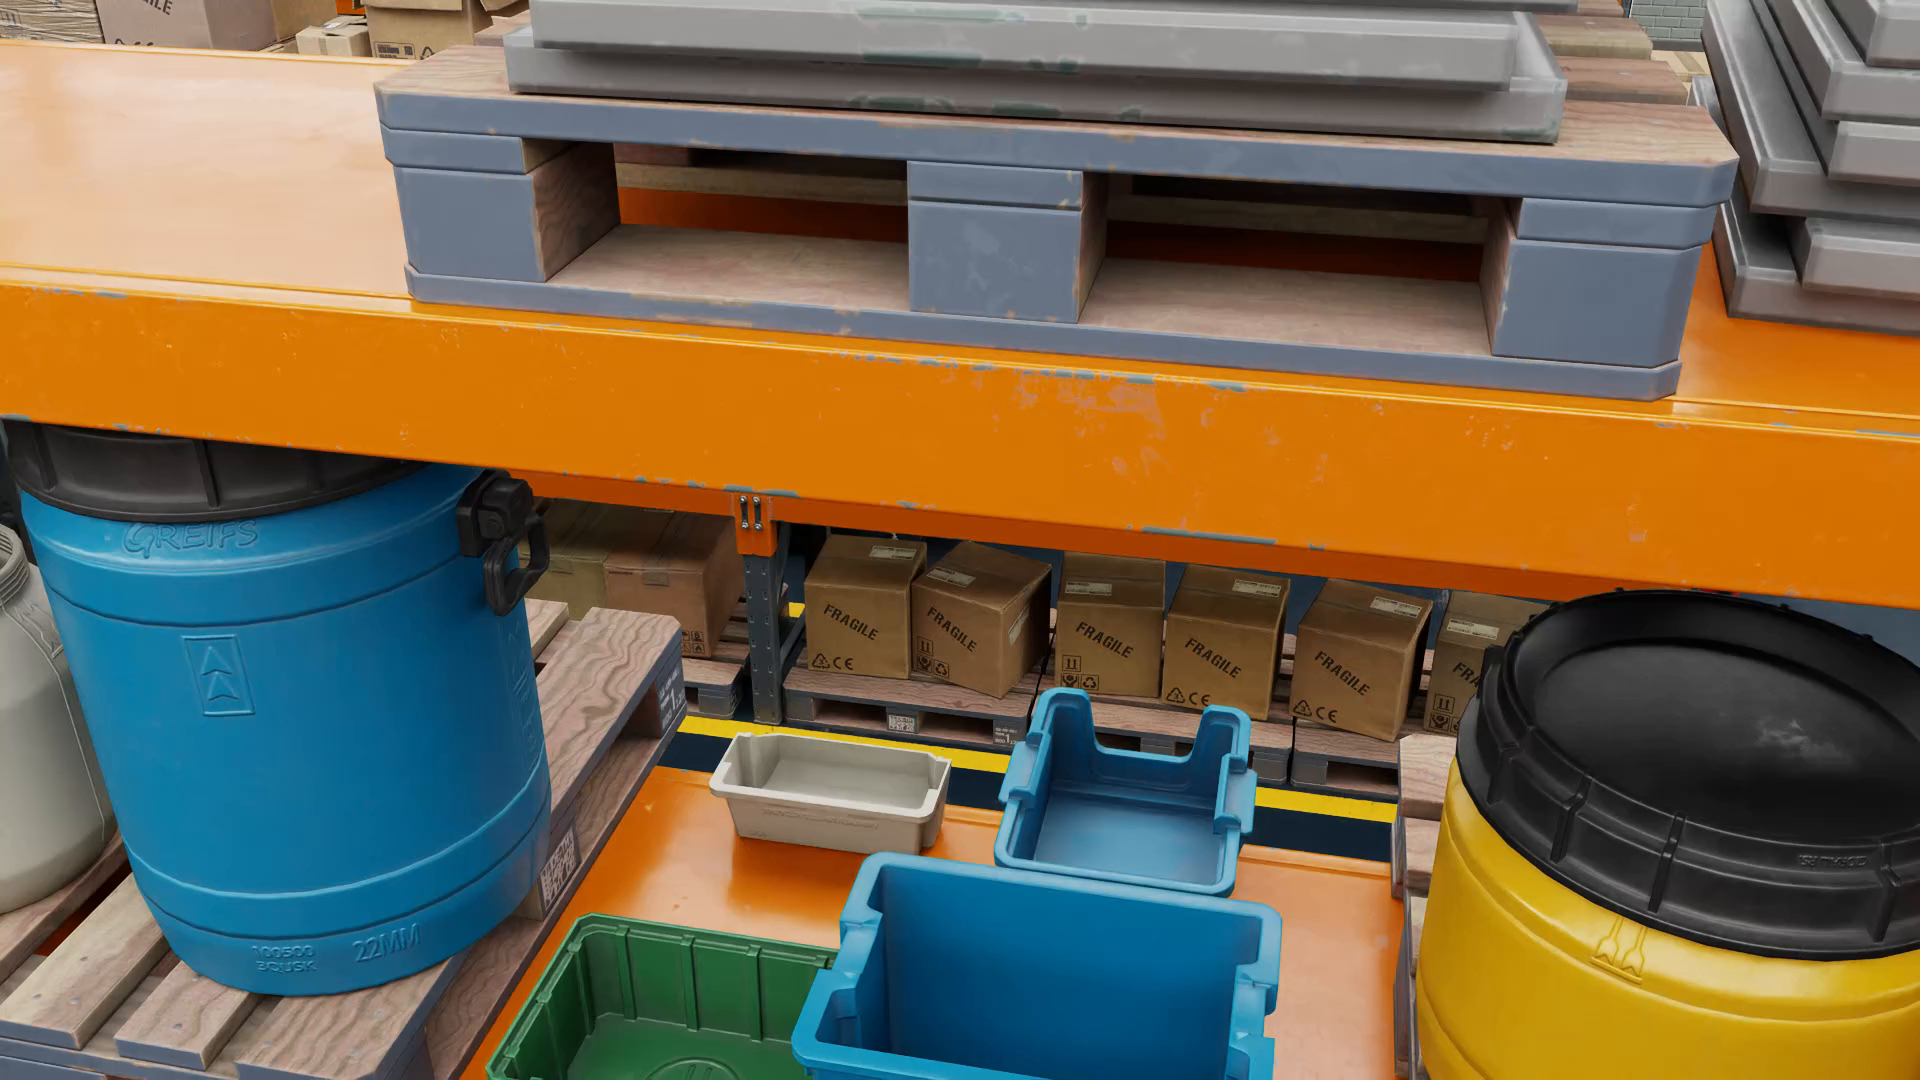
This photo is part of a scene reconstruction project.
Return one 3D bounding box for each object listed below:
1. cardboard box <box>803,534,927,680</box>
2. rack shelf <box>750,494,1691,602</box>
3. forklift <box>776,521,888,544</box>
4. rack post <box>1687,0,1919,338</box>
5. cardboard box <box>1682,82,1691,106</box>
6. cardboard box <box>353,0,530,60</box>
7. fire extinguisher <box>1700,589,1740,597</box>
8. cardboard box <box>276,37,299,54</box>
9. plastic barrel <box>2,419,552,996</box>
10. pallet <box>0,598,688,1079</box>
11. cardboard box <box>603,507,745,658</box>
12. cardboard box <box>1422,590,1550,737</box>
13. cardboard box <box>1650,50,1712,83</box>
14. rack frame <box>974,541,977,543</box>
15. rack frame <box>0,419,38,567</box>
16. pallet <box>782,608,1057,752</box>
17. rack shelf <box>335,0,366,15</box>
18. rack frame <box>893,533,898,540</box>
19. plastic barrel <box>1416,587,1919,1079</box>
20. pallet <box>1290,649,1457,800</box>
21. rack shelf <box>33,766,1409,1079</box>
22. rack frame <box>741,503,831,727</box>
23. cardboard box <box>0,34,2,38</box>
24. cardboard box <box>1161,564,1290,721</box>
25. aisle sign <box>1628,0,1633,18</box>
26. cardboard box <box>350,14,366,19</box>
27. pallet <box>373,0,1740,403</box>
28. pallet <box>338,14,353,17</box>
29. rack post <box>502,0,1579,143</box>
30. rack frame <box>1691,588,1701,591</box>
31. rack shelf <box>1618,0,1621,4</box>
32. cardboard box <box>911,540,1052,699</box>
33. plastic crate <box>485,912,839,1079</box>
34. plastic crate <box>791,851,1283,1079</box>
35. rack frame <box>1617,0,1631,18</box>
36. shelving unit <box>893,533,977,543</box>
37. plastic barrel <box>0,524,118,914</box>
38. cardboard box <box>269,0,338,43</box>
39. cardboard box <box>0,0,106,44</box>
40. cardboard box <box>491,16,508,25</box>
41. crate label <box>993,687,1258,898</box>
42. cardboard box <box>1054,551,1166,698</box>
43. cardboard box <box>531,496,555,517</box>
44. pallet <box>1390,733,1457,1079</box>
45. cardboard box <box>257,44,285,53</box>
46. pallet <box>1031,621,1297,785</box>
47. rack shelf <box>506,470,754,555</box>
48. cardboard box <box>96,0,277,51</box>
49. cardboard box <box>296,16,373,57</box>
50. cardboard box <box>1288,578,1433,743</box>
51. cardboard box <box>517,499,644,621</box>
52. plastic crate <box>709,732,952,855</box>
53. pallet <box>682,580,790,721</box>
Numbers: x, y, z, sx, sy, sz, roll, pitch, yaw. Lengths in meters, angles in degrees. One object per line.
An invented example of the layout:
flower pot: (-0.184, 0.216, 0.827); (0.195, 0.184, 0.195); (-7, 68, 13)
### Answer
cardboard box: (-0.456, 0.324, 8.200); (0.500, 0.500, 0.500); (5, 29, 9)
rack shelf: (1.117, -0.131, 7.615); (4.000, 0.370, 1.077); (6, 29, 11)
forklift: (-1.783, -1.603, 9.625); (3.031, 2.935, 1.130); (9, 30, 15)
rack post: (1.326, -0.468, 1.754); (0.954, 0.300, 0.937); (9, 30, 16)
cardboard box: (2.736, -1.552, 6.079); (0.250, 0.149, 0.380); (6, 29, 11)
cardboard box: (-2.199, -2.380, 7.305); (0.637, 0.503, 0.797); (7, 29, 13)
fire extinguisher: (3.089, 0.016, 6.678); (0.183, 0.674, 0.296); (6, 29, 11)
cardboard box: (-3.256, -2.271, 7.806); (0.500, 0.250, 0.500); (7, 29, 12)
plastic barrel: (-0.922, 0.109, 2.344); (0.708, 0.901, 0.600); (6, 29, 11)
pallet: (-1.147, 0.473, 2.836); (1.003, 0.211, 1.213); (6, 29, 11)
cardboard box: (-1.435, 0.185, 8.434); (0.500, 0.500, 0.700); (4, 29, 7)
cardboard box: (2.466, 0.596, 7.704); (0.500, 0.500, 0.500); (11, 31, 20)
cardboard box: (2.852, -1.807, 6.544); (0.250, 0.149, 0.380); (6, 29, 10)
rack frame: (0.118, -0.500, 9.414); (0.015, 1.200, 0.240); (8, 30, 13)
rack frame: (-1.873, -0.953, 2.119); (0.127, 3.000, 1.000); (6, 29, 11)
pallet: (-0.175, 0.627, 8.385); (1.213, 0.211, 1.003); (6, 29, 11)
rack shelf: (-4.637, -5.587, 17.581); (4.000, 0.370, 1.077); (6, 29, 11)
rack frame: (-0.352, -0.562, 9.527); (0.015, 1.200, 0.240); (8, 30, 13)
plastic barrel: (0.897, 0.443, 2.060); (0.600, 0.588, 0.600); (0, 29, 0)
pallet: (2.212, 0.871, 7.938); (1.213, 0.211, 1.003); (6, 29, 11)
rack shelf: (0.083, 0.879, 2.646); (4.000, 0.370, 1.077); (6, 29, 11)
rack frame: (-0.839, -0.647, 7.808); (0.127, 3.000, 1.000); (6, 29, 11)
cardboard box: (-4.345, -2.459, 7.370); (0.500, 0.500, 0.500); (6, 29, 11)
cardboard box: (1.266, 0.480, 7.915); (0.500, 0.500, 0.500); (9, 30, 15)
aisle sign: (4.214, -3.557, 10.417); (0.004, 0.787, 0.394); (6, 29, 11)
cardboard box: (-5.970, -5.331, 18.139); (0.875, 0.875, 0.875); (7, 29, 12)
pallet: (0.136, -0.503, 1.912); (1.213, 0.211, 1.003); (6, 29, 11)
pallet: (-8.618, -7.526, 23.277); (1.213, 0.211, 1.003); (6, 29, 11)
rack post: (0.137, -0.698, 1.733); (0.954, 0.300, 0.937); (5, 29, 10)
rack frame: (3.073, -0.246, 7.076); (0.127, 3.000, 1.000); (6, 29, 11)
rack shelf: (2.252, -3.766, 11.131); (4.000, 0.370, 1.077); (6, 29, 11)
cardboard box: (0.106, 0.378, 8.102); (0.500, 0.500, 0.500); (16, 32, 26)
plastic crate: (-0.387, 0.742, 2.368); (0.450, 0.188, 0.336); (6, 29, 11)
plastic crate: (0.111, 0.722, 2.202); (0.575, 0.384, 0.392); (6, 29, 11)
rack frame: (4.208, -2.565, 11.312); (0.127, 3.000, 1.000); (6, 29, 11)
shelving unit: (-0.117, -0.531, 9.470); (0.503, 1.200, 0.258); (8, 30, 13)
plastic barrel: (-1.493, 0.265, 2.464); (0.421, 0.512, 0.421); (0, 29, 0)
cardboard box: (-3.247, -2.594, 7.615); (0.500, 0.500, 0.500); (6, 29, 11)
cardboard box: (-3.849, -2.407, 7.274); (0.500, 0.500, 0.500); (6, 29, 11)
cardboard box: (-1.779, -2.135, 7.106); (0.258, 0.266, 0.396); (7, 29, 12)
crate label: (0.277, 0.487, 2.769); (0.408, 0.251, 0.502); (6, 29, 11)
cardboard box: (0.729, 0.403, 8.055); (0.500, 0.500, 0.500); (3, 29, 6)
cardboard box: (-2.444, 0.072, 8.640); (0.500, 0.500, 0.700); (3, 29, 6)
pallet: (1.250, 0.718, 2.387); (1.213, 0.211, 1.003); (6, 29, 11)
cardboard box: (-3.337, -2.033, 7.372); (0.500, 0.250, 0.500); (6, 29, 12)
pallet: (1.022, 0.748, 8.164); (1.213, 0.211, 1.003); (6, 29, 11)
rack shelf: (-2.795, -0.532, 8.347); (4.000, 0.370, 1.077); (6, 29, 11)
cardboard box: (-3.356, -2.359, 7.188); (0.500, 0.500, 0.500); (5, 29, 9)
cardboard box: (-2.693, -2.186, 7.301); (0.250, 0.166, 0.380); (5, 29, 9)
cardboard box: (1.874, 0.552, 7.784); (0.500, 0.500, 0.500); (14, 32, 24)
cardboard box: (-1.897, 0.128, 8.537); (0.500, 0.500, 0.700); (6, 29, 10)
plastic crate: (-0.219, 0.450, 2.955); (0.396, 0.136, 0.243); (6, 29, 11)
pallet: (-1.600, 0.499, 8.619); (1.213, 0.211, 1.003); (6, 29, 11)
